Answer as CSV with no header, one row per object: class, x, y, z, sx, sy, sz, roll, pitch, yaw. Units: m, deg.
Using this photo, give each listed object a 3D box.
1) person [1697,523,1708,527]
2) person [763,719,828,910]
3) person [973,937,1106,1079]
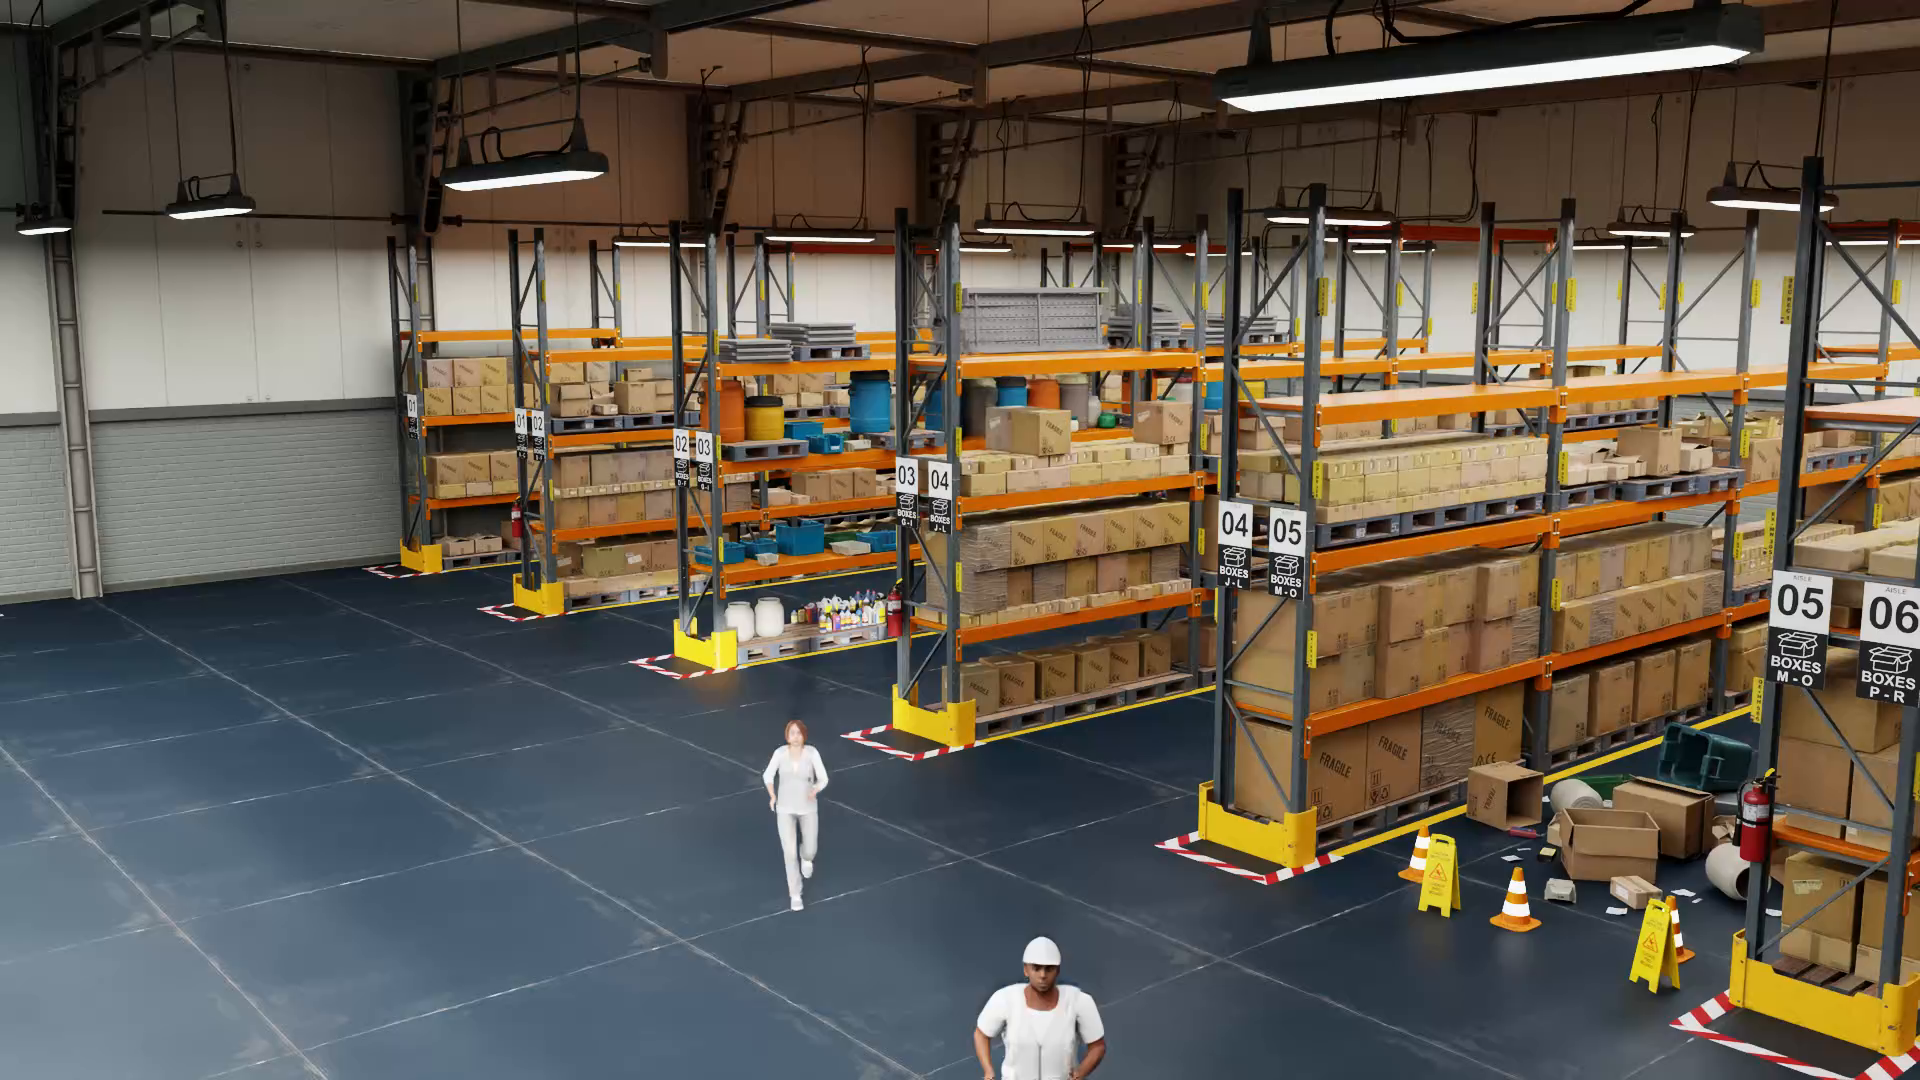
person,10.768,0.632,24.212,0.755,1.757,0.659,-6,10,-33
person,-1.383,2.270,13.991,0.544,1.544,0.705,-1,9,-5
person,0.425,2.968,8.886,0.711,1.733,0.751,0,9,1
